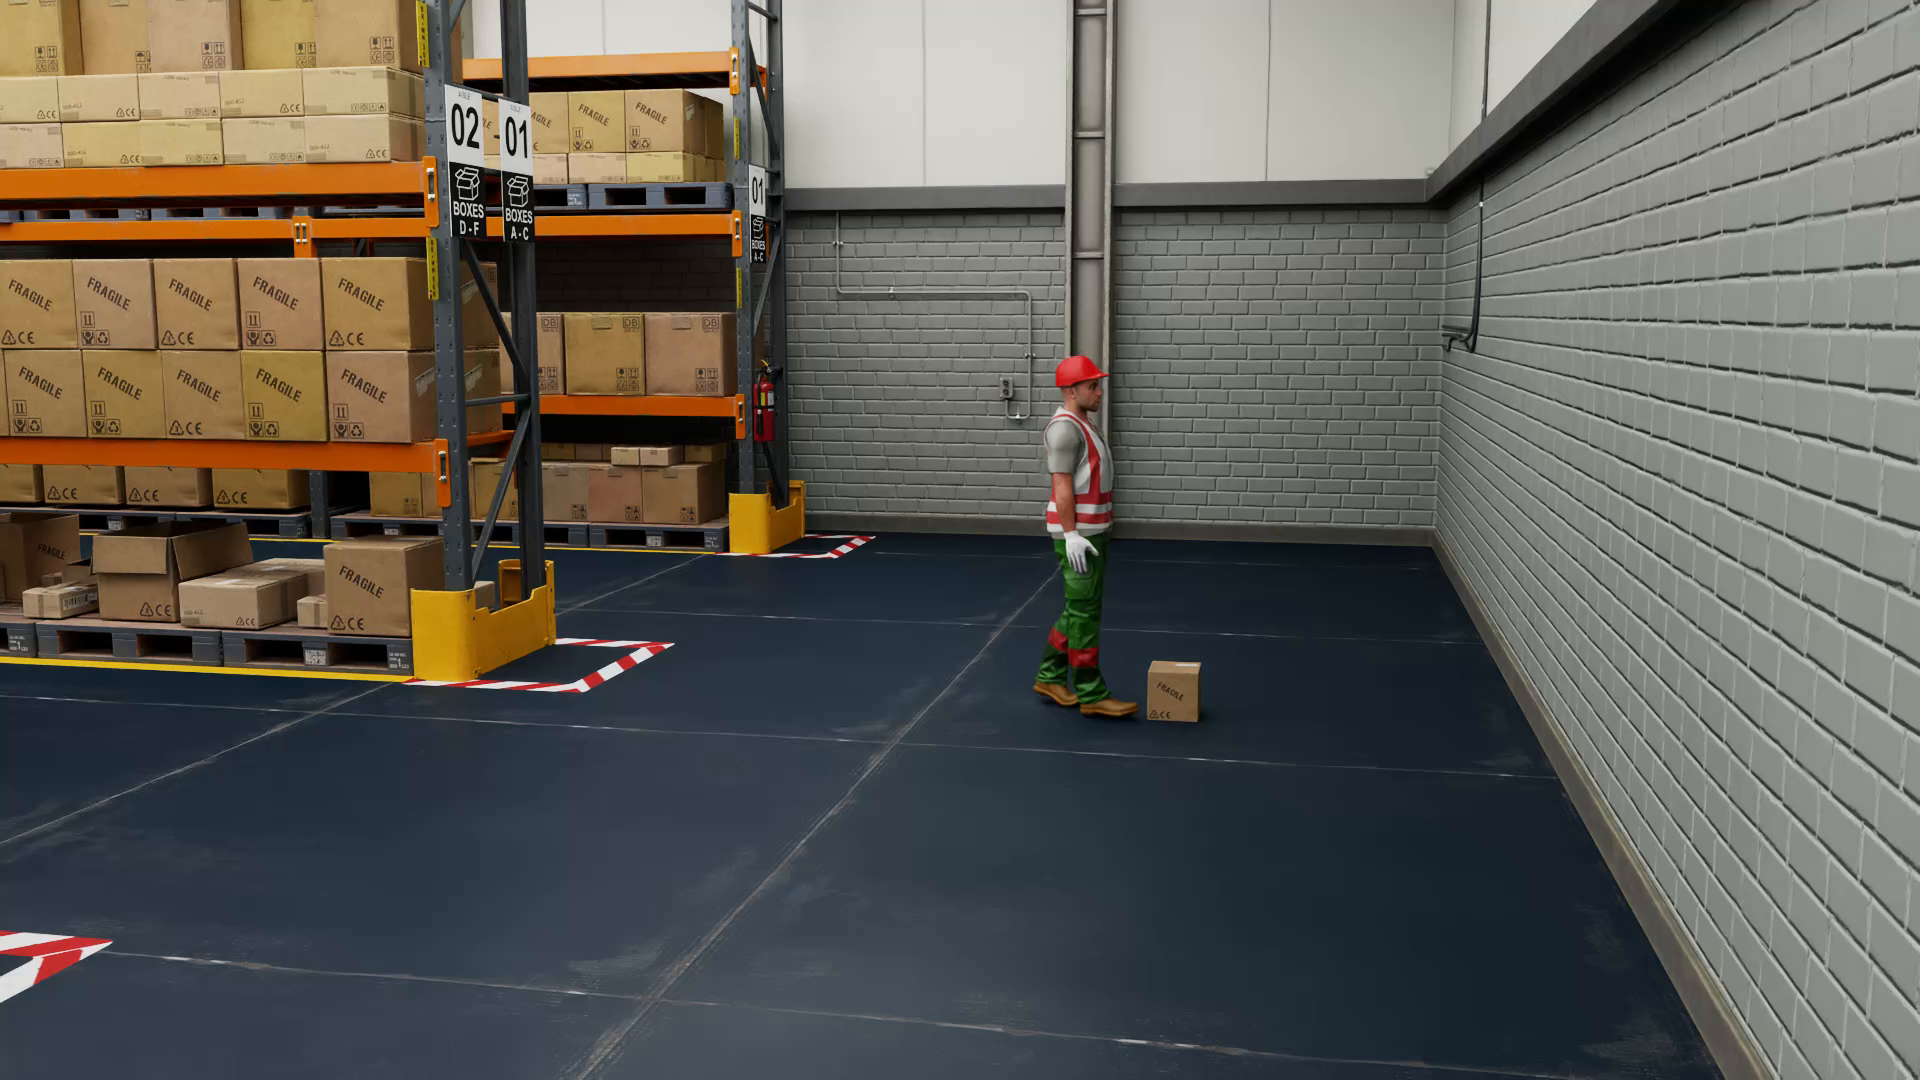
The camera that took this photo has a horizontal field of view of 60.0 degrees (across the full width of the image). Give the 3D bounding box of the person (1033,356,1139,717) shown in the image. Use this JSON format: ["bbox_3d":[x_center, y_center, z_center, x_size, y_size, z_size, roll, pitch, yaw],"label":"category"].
[{"bbox_3d":[0.625,-0.017,8.314,0.603,1.799,0.560,2,8,17],"label":"person"}]
